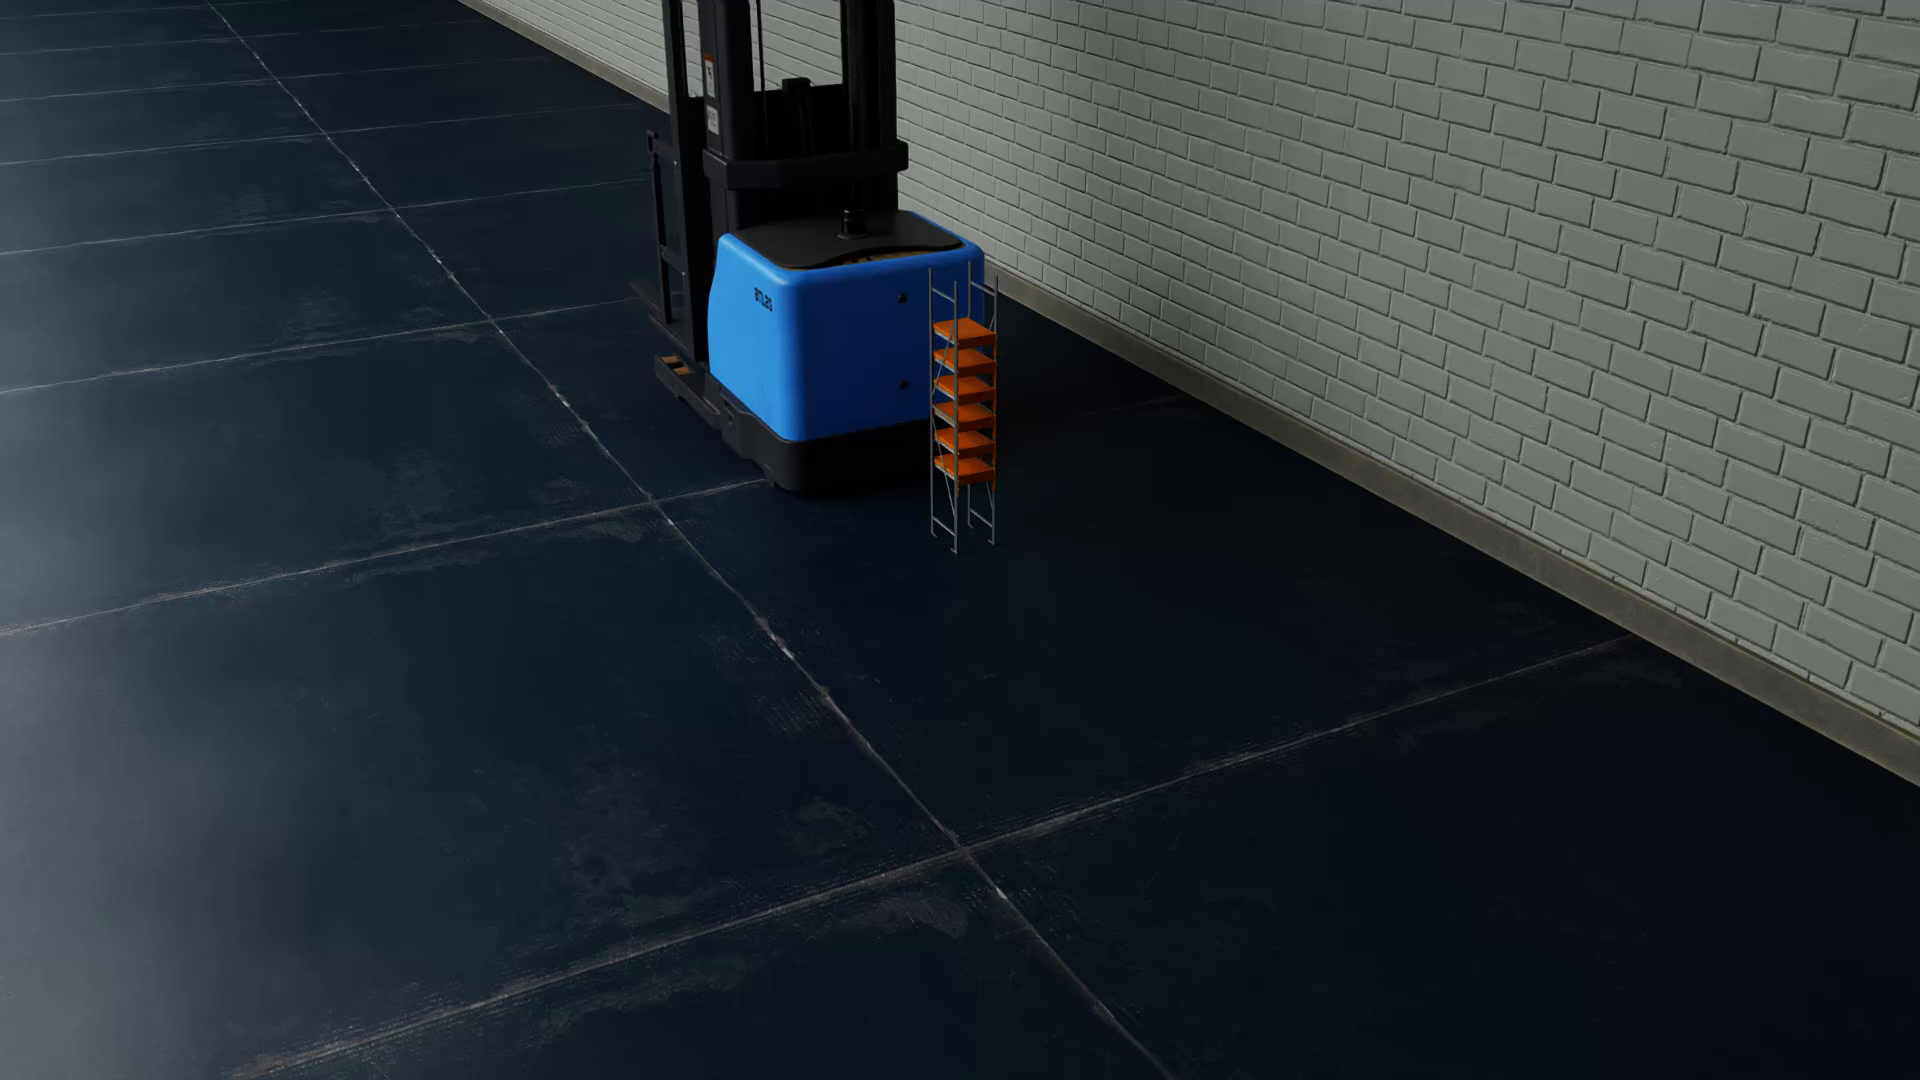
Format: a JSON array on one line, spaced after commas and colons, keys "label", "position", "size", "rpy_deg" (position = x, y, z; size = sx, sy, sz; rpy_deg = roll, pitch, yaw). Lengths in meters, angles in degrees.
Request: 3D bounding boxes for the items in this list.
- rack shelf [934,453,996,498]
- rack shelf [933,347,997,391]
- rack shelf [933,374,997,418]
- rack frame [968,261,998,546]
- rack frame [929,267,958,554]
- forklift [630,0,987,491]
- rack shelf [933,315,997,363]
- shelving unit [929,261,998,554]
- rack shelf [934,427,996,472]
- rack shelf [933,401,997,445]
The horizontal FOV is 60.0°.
[{"label": "rack shelf", "position": [0.013, -0.287, 7.103], "size": [0.180, 0.103, 0.258], "rpy_deg": [-13, 29, -25]}, {"label": "rack shelf", "position": [0.013, -0.720, 6.895], "size": [0.180, 0.103, 0.258], "rpy_deg": [-13, 29, -25]}, {"label": "rack shelf", "position": [0.013, -0.612, 6.947], "size": [0.180, 0.103, 0.258], "rpy_deg": [-13, 29, -25]}, {"label": "rack frame", "position": [0.093, -0.562, 7.018], "size": [0.006, 1.200, 0.240], "rpy_deg": [-13, 29, -25]}, {"label": "rack frame", "position": [-0.068, -0.525, 6.941], "size": [0.006, 1.200, 0.240], "rpy_deg": [-13, 29, -25]}, {"label": "forklift", "position": [-0.988, -2.146, 8.317], "size": [1.130, 2.935, 3.031], "rpy_deg": [-12, 28, -24]}, {"label": "rack shelf", "position": [0.013, -0.828, 6.843], "size": [0.180, 0.103, 0.258], "rpy_deg": [-13, 29, -25]}, {"label": "shelving unit", "position": [0.013, -0.544, 6.979], "size": [0.189, 1.200, 0.258], "rpy_deg": [-13, 29, -25]}, {"label": "rack shelf", "position": [0.013, -0.396, 7.051], "size": [0.180, 0.103, 0.258], "rpy_deg": [-13, 29, -25]}, {"label": "rack shelf", "position": [0.013, -0.504, 6.999], "size": [0.180, 0.103, 0.258], "rpy_deg": [-13, 29, -25]}]
